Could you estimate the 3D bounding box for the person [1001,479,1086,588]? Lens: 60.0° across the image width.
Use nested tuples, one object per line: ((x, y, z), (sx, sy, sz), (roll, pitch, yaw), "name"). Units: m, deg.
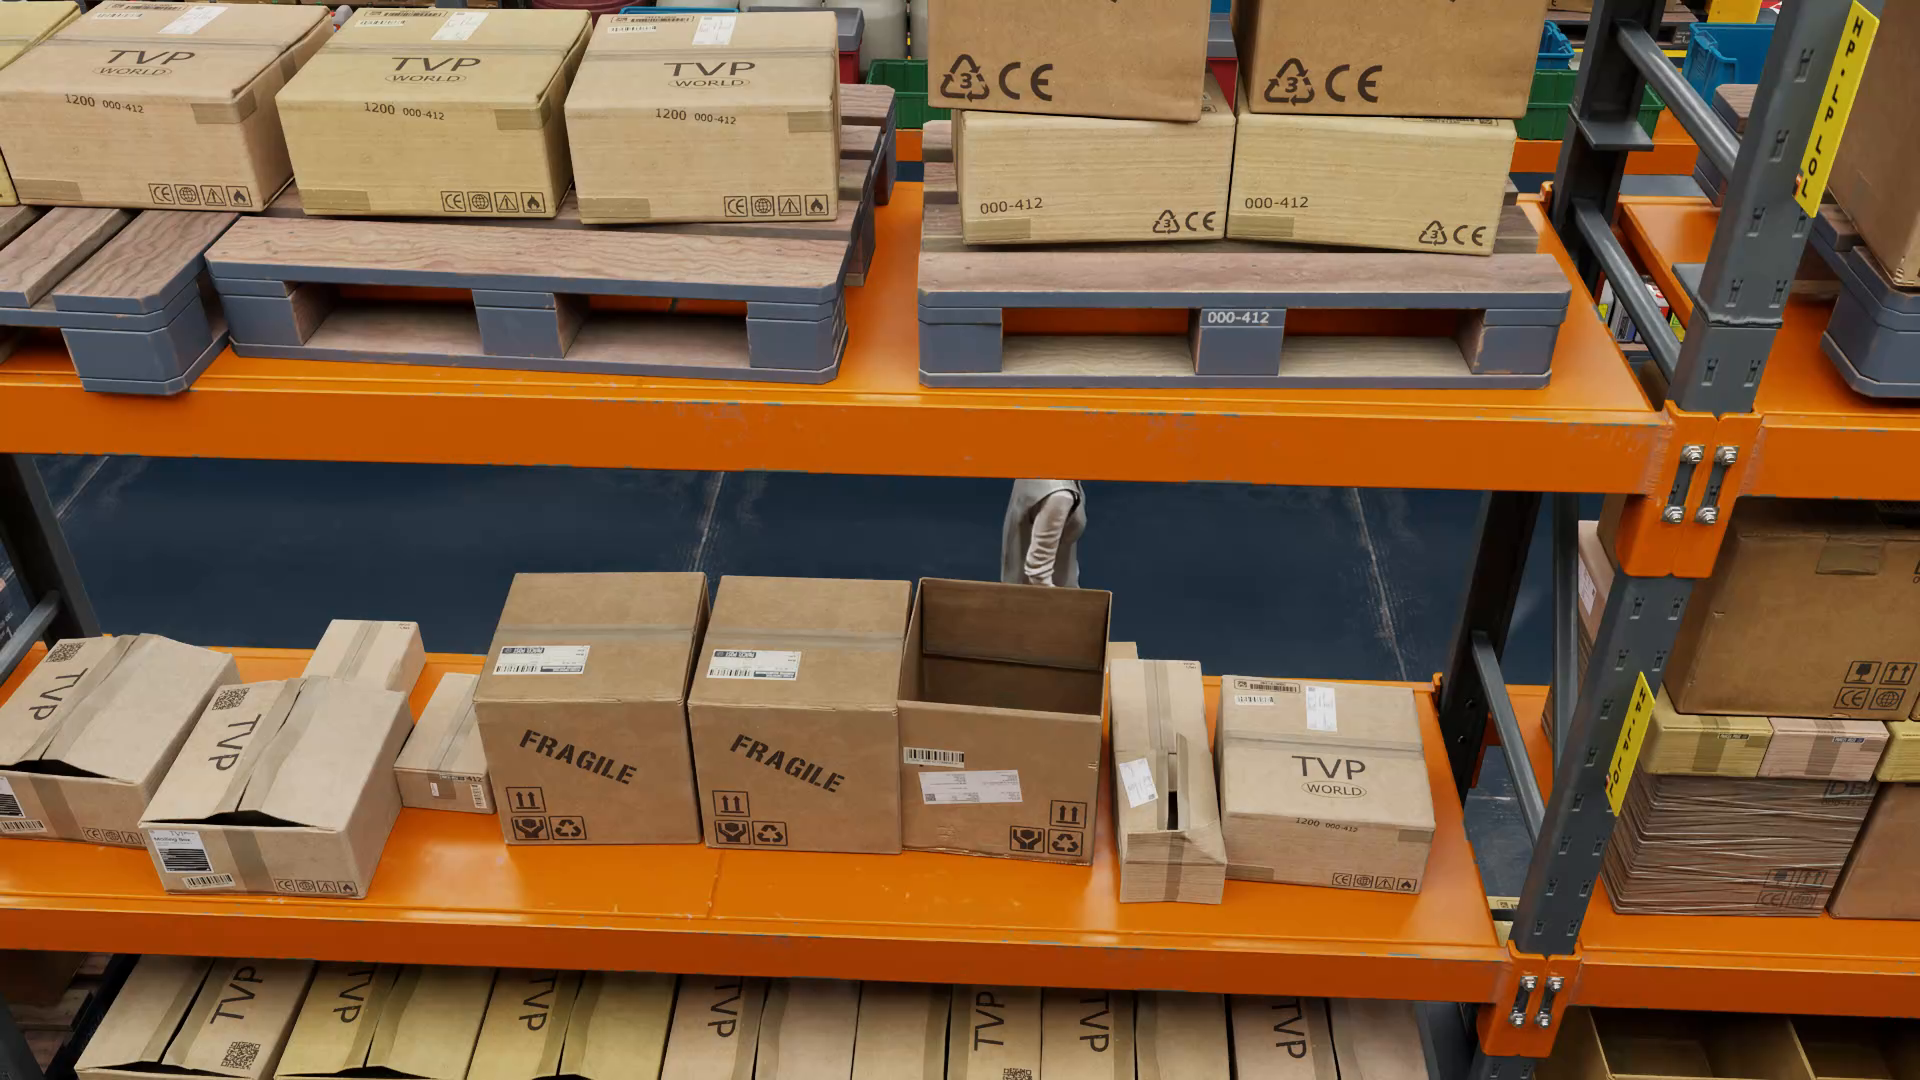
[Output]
((0.315, 0.188, 5.901), (0.344, 1.592, 0.460), (2, 36, 3), "person")
